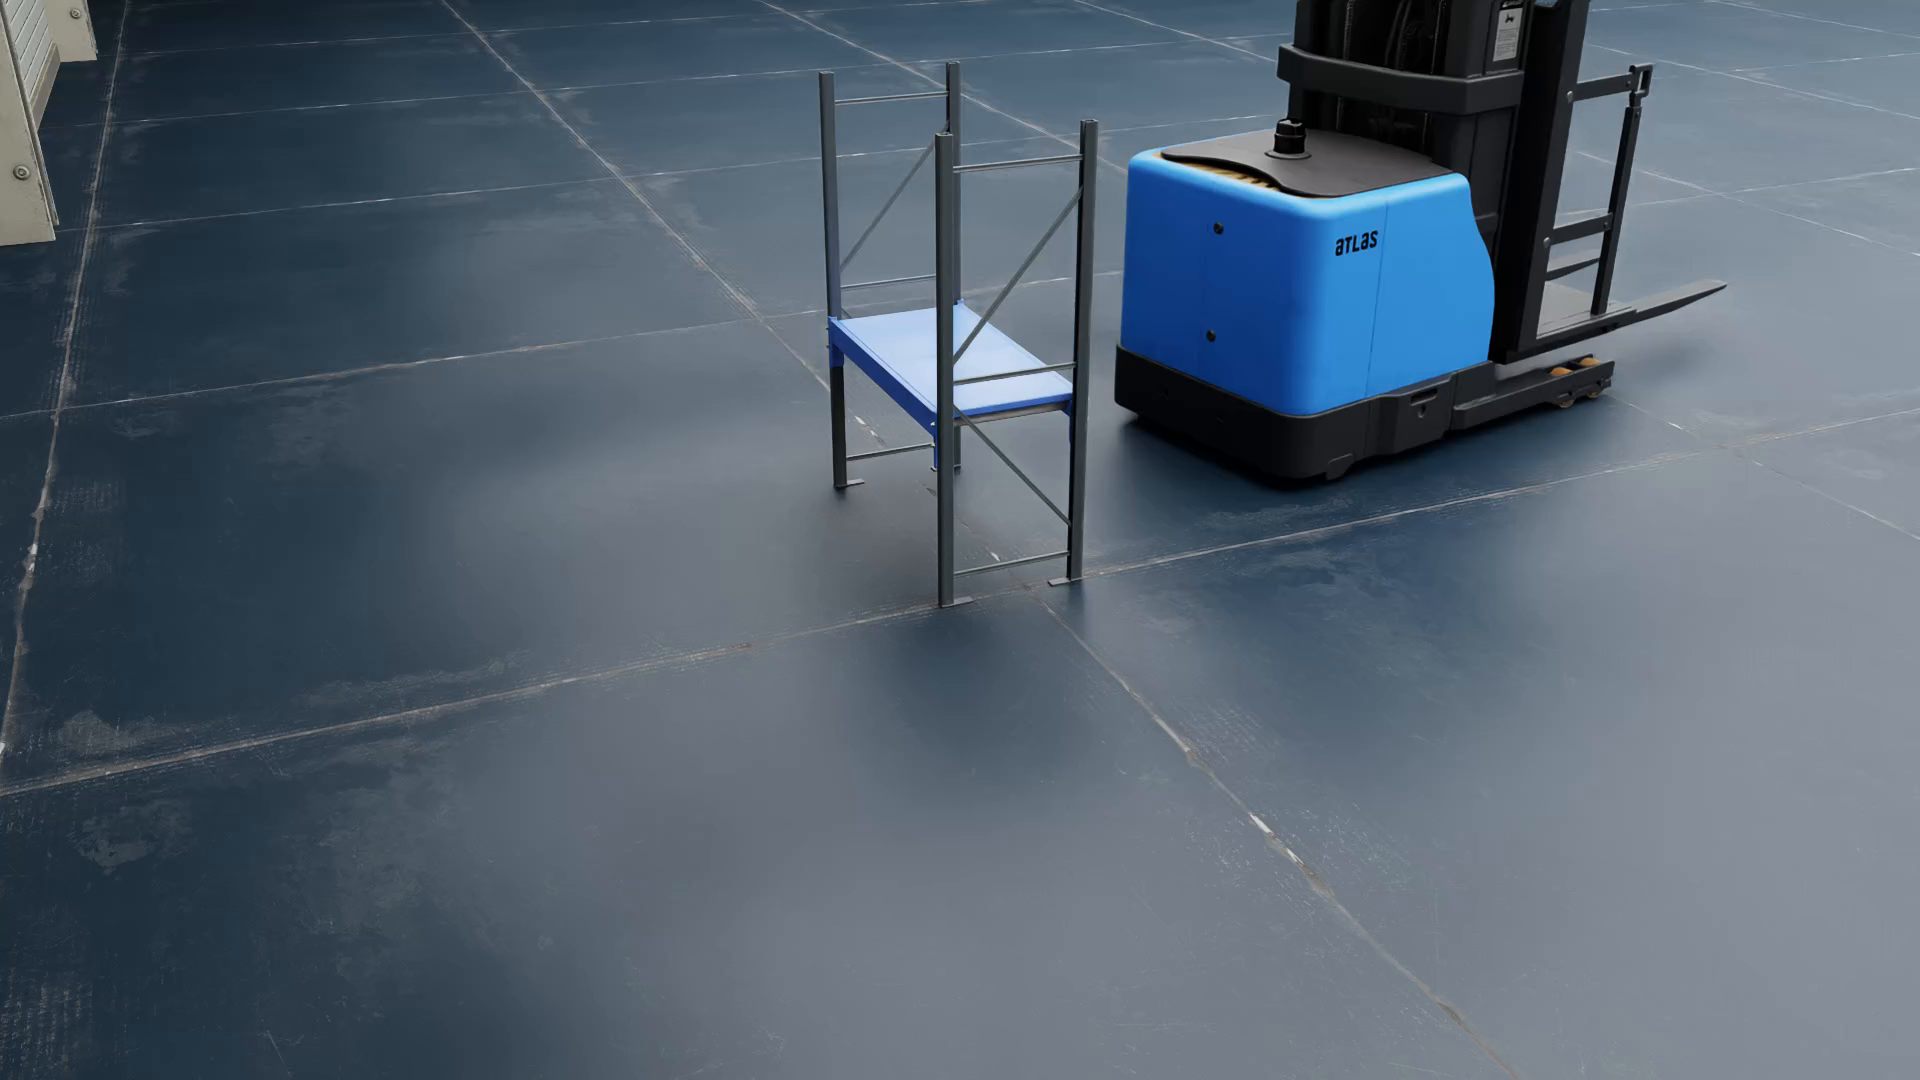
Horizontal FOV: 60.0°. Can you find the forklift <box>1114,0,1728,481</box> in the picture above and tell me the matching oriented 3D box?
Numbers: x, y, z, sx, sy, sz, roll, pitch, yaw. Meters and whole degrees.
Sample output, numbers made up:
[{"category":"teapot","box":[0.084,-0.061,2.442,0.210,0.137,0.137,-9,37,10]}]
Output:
[{"category":"forklift","box":[2.119,-2.032,6.570,3.031,2.935,1.130,-18,31,-32]}]

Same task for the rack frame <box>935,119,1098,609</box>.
[{"category":"rack frame","box":[0.166,-0.503,5.071,0.500,1.500,0.032,-11,28,-21]}]

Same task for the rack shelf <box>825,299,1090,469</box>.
[{"category":"rack shelf","box":[-0.033,-0.547,5.570,0.538,0.185,1.000,-11,28,-21]}]

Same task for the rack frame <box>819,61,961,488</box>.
[{"category":"rack frame","box":[-0.232,-0.914,5.912,0.500,1.500,0.032,-11,28,-21]}]

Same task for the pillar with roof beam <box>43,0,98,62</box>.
[{"category":"pillar with roof beam","box":[-3.569,-8.901,13.723,9.100,9.000,0.400,-11,28,-21]}]

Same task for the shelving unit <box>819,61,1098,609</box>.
[{"category":"shelving unit","box":[-0.033,-0.708,5.491,0.538,1.500,1.048,-11,28,-21]}]

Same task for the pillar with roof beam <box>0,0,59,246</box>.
[{"category":"pillar with roof beam","box":[-1.219,-6.479,8.762,9.100,9.000,0.400,-11,28,-21]}]
